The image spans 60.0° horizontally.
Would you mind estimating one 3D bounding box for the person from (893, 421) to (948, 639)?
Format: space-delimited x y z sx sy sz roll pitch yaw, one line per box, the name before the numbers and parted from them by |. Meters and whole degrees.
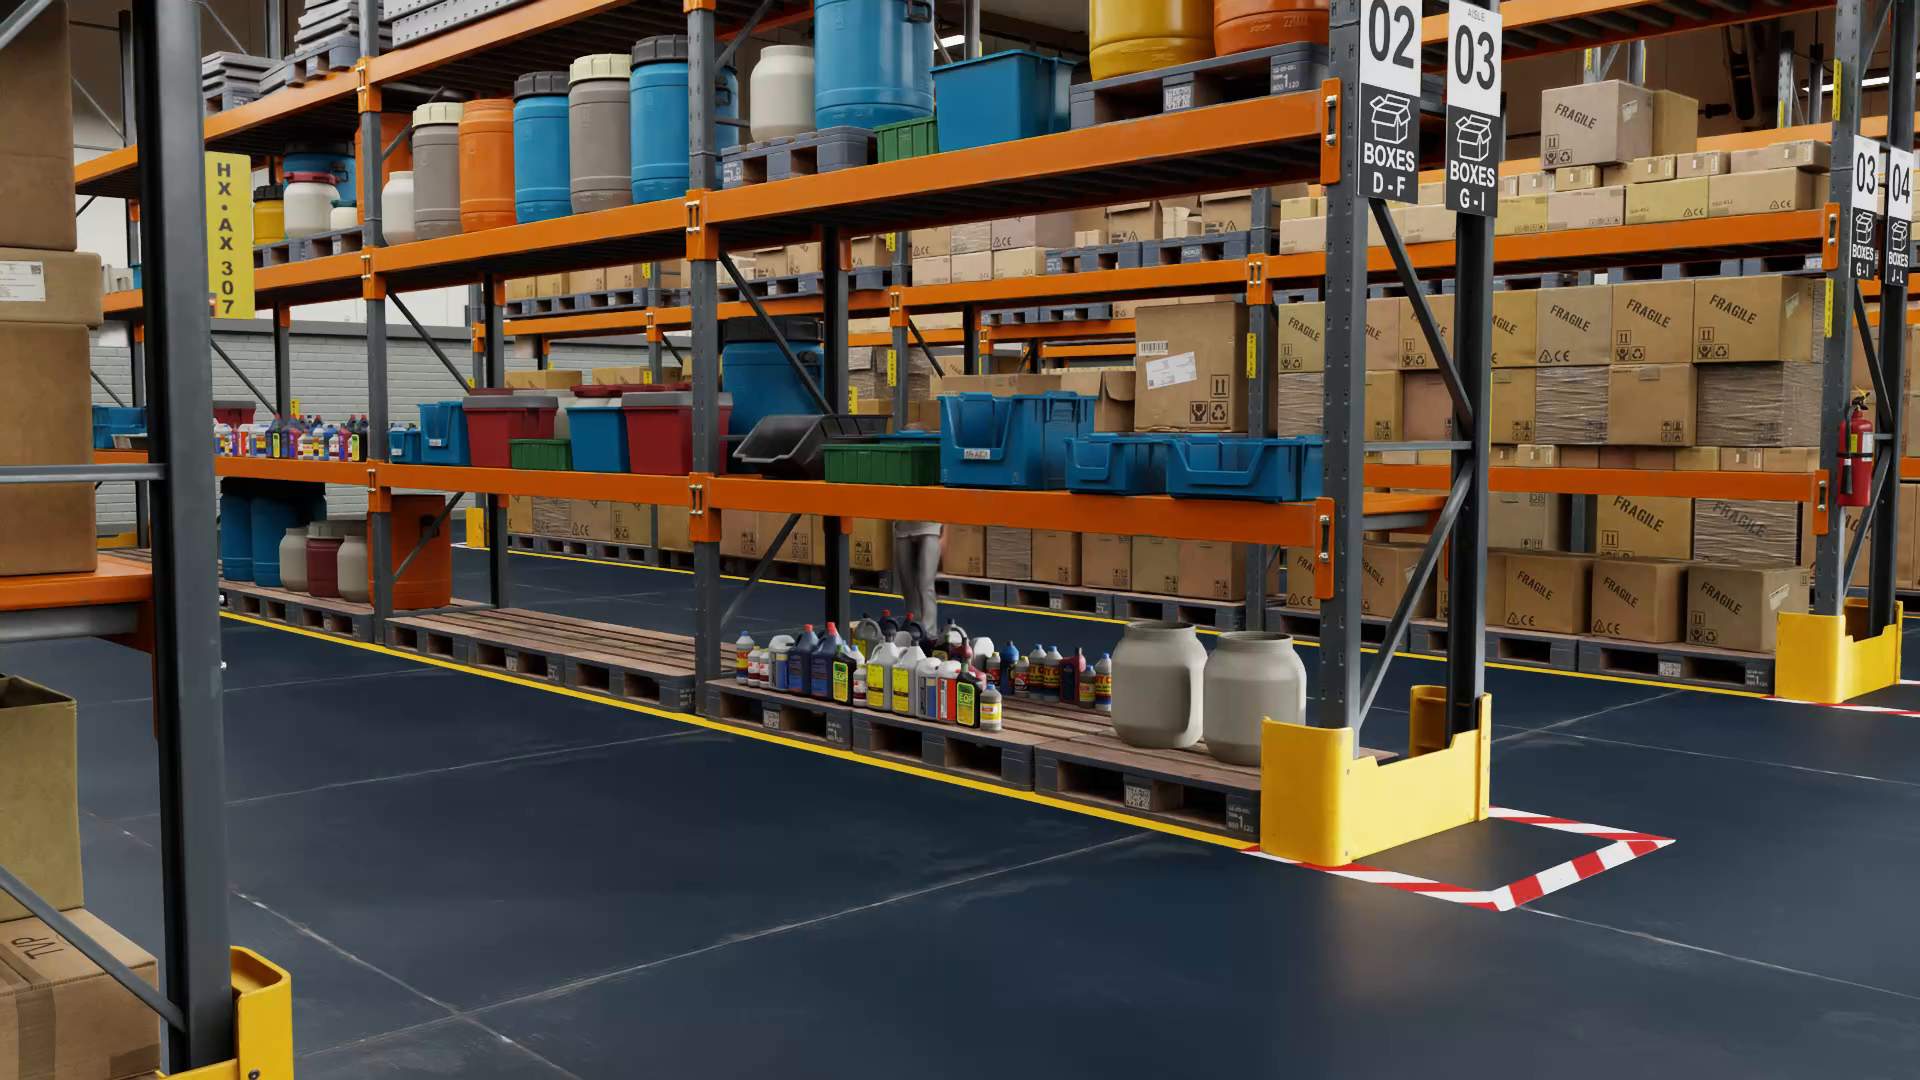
person | -0.318 -0.008 11.338 0.424 1.598 0.583 2 5 27
